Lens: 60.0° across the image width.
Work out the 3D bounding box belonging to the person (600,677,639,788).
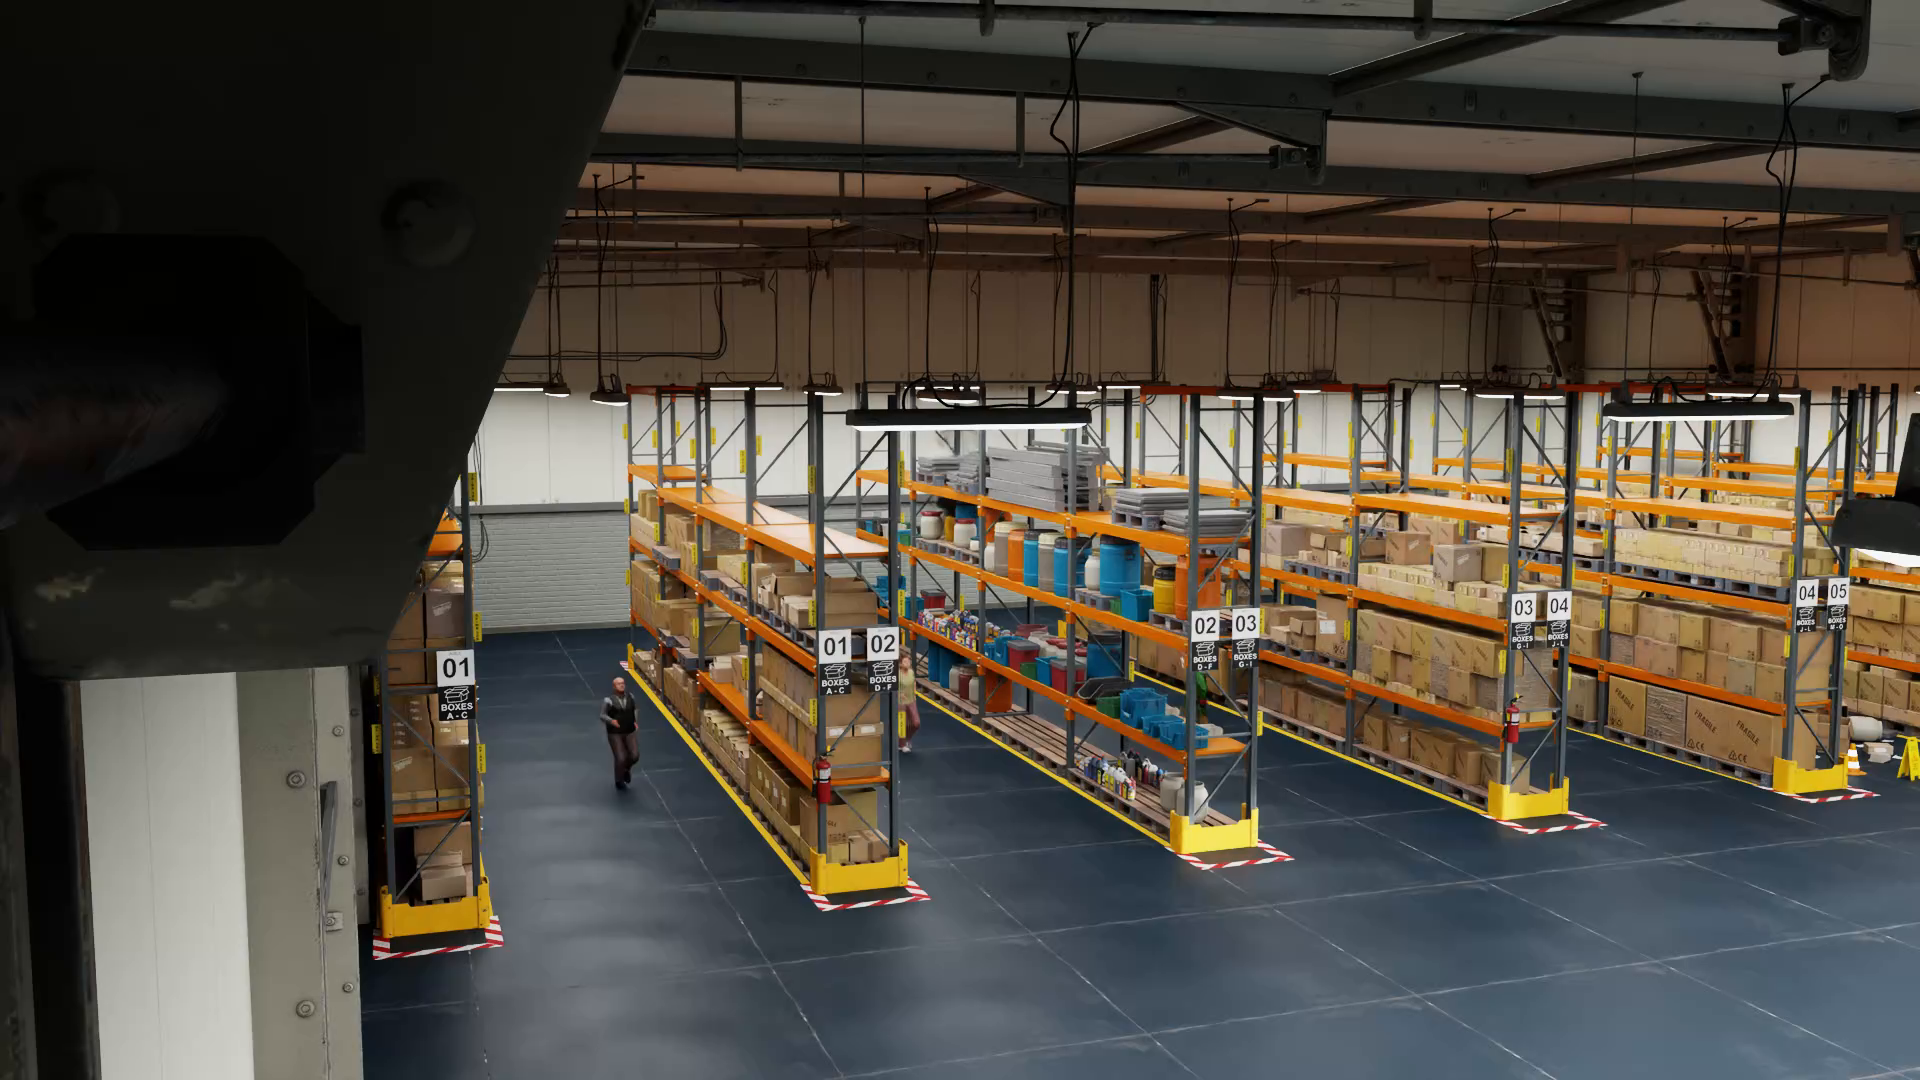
[{"bbox_3d":[-5.068,2.909,25.018,0.651,1.675,0.586,-4,7,-31],"label":"person"}]

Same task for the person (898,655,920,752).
[{"bbox_3d":[-0.902,2.693,27.340,0.578,1.630,0.529,-3,7,-30],"label":"person"}]

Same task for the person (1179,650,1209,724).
[{"bbox_3d":[4.266,2.390,29.804,0.649,1.785,0.974,-3,7,-27],"label":"person"}]
